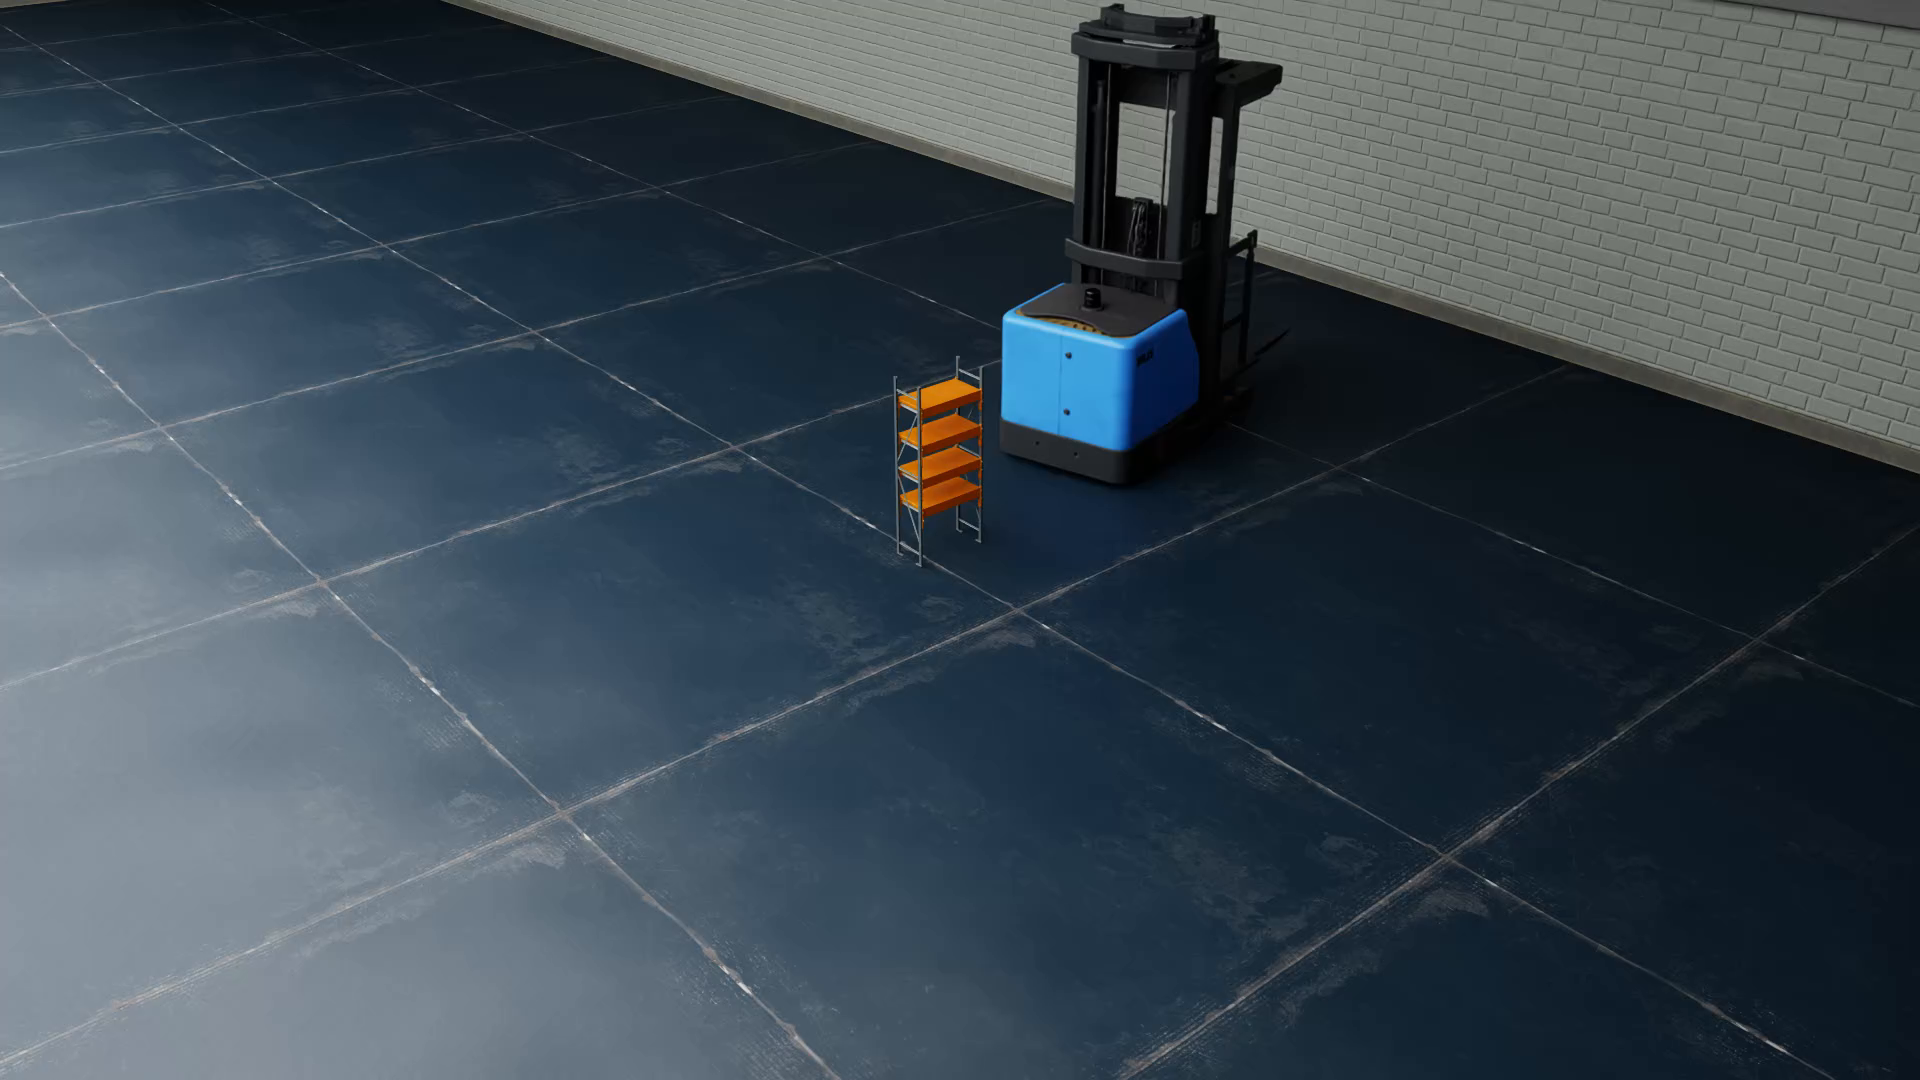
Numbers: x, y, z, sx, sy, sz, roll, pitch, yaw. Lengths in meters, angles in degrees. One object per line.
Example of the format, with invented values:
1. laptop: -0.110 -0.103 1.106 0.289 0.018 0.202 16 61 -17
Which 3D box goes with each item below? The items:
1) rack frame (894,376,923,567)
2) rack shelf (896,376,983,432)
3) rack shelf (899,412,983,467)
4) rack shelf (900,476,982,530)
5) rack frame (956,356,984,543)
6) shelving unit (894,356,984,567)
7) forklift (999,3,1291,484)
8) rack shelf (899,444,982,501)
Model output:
1. rack frame: -0.312 -0.404 10.091 0.015 1.200 0.240 -22 35 -35
2. rack shelf: -0.126 -0.825 10.046 0.480 0.148 0.258 -22 35 -35
3. rack shelf: -0.126 -0.616 10.157 0.480 0.148 0.258 -22 35 -35
4. rack shelf: -0.126 -0.244 10.356 0.480 0.148 0.258 -22 35 -35
5. rack frame: 0.060 -0.553 10.370 0.015 1.200 0.240 -22 35 -35
6. shelving unit: -0.126 -0.479 10.231 0.503 1.200 0.258 -22 35 -35
7. forklift: 1.523 -2.313 11.827 1.130 2.935 3.031 18 33 30
8. rack shelf: -0.126 -0.419 10.262 0.480 0.148 0.258 -22 35 -35
